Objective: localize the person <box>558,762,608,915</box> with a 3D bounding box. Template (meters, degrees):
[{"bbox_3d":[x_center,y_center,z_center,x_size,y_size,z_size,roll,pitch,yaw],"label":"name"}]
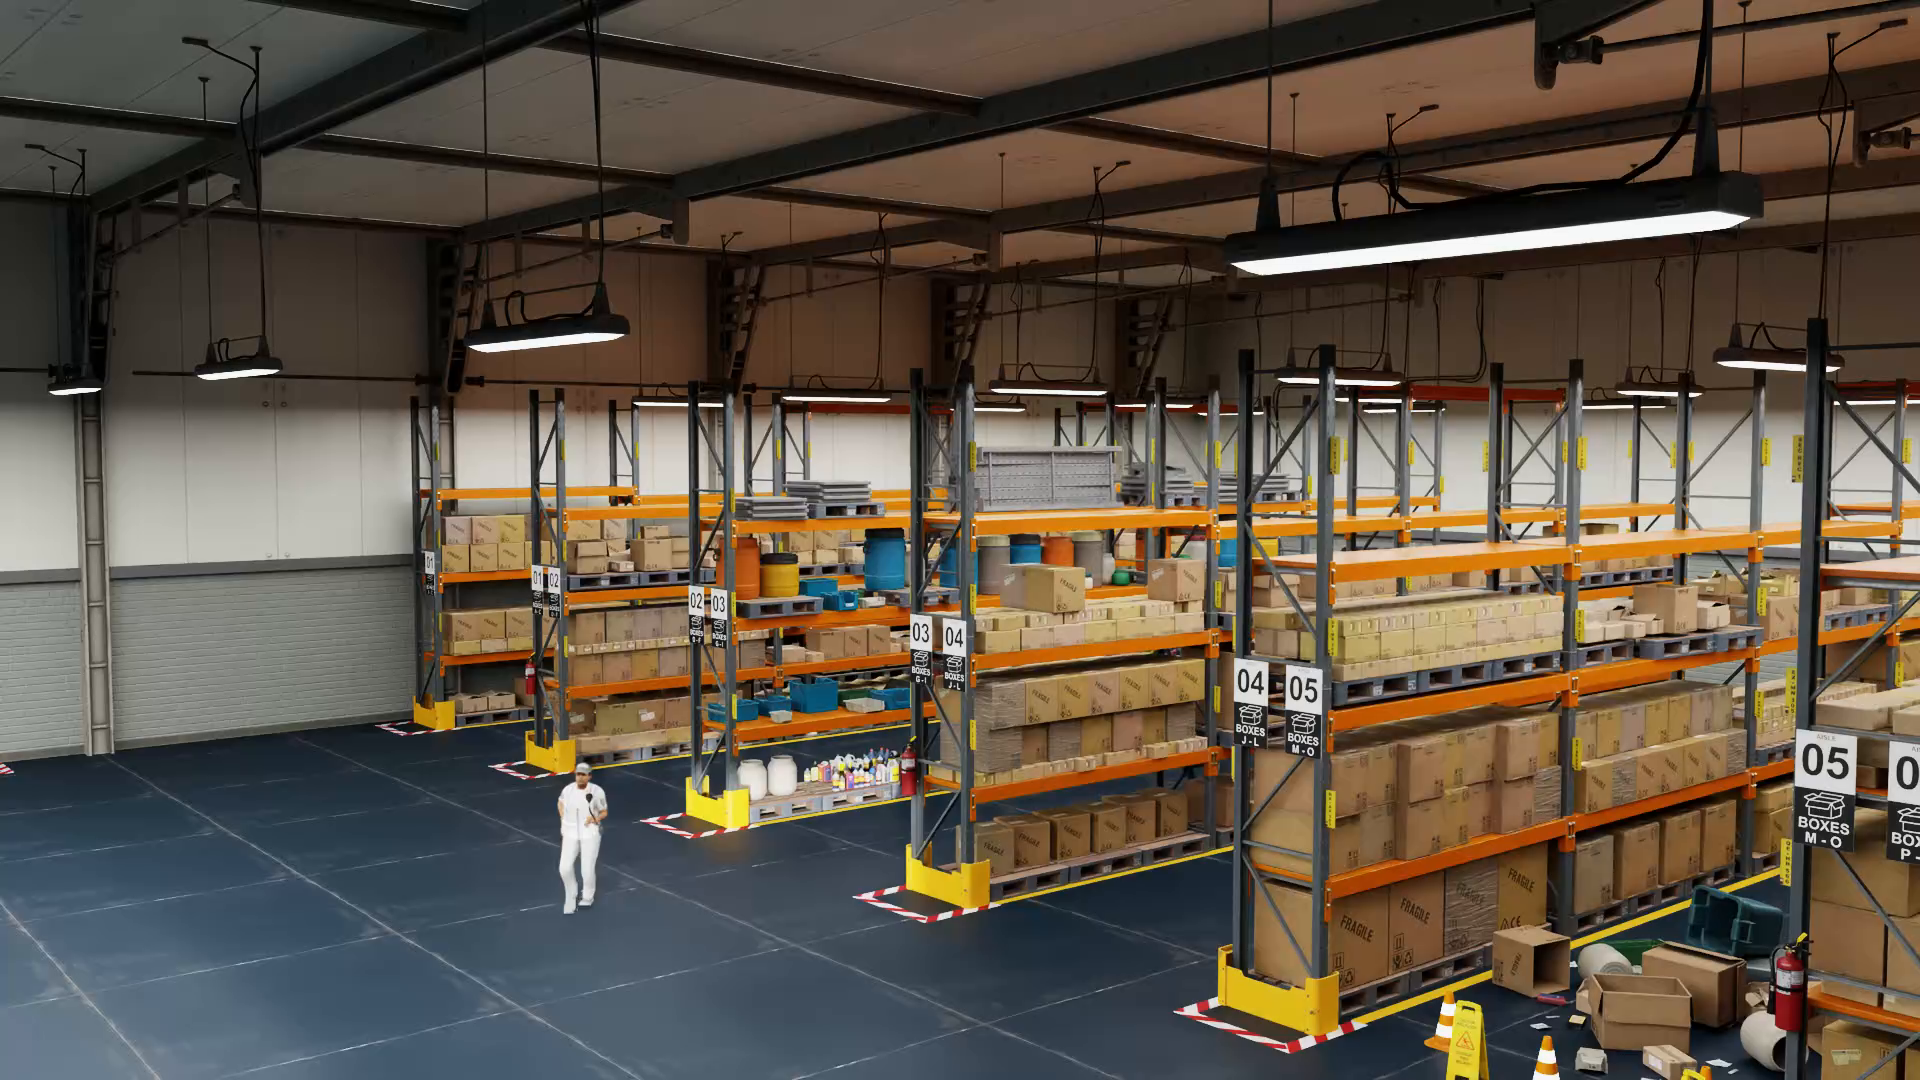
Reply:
[{"bbox_3d":[-4.152,3.277,18.233,0.579,1.667,0.680,0,3,-3],"label":"person"}]

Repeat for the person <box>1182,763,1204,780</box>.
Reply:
[{"bbox_3d":[3.472,2.955,24.530,0.546,1.559,0.578,-3,5,-44],"label":"person"}]
